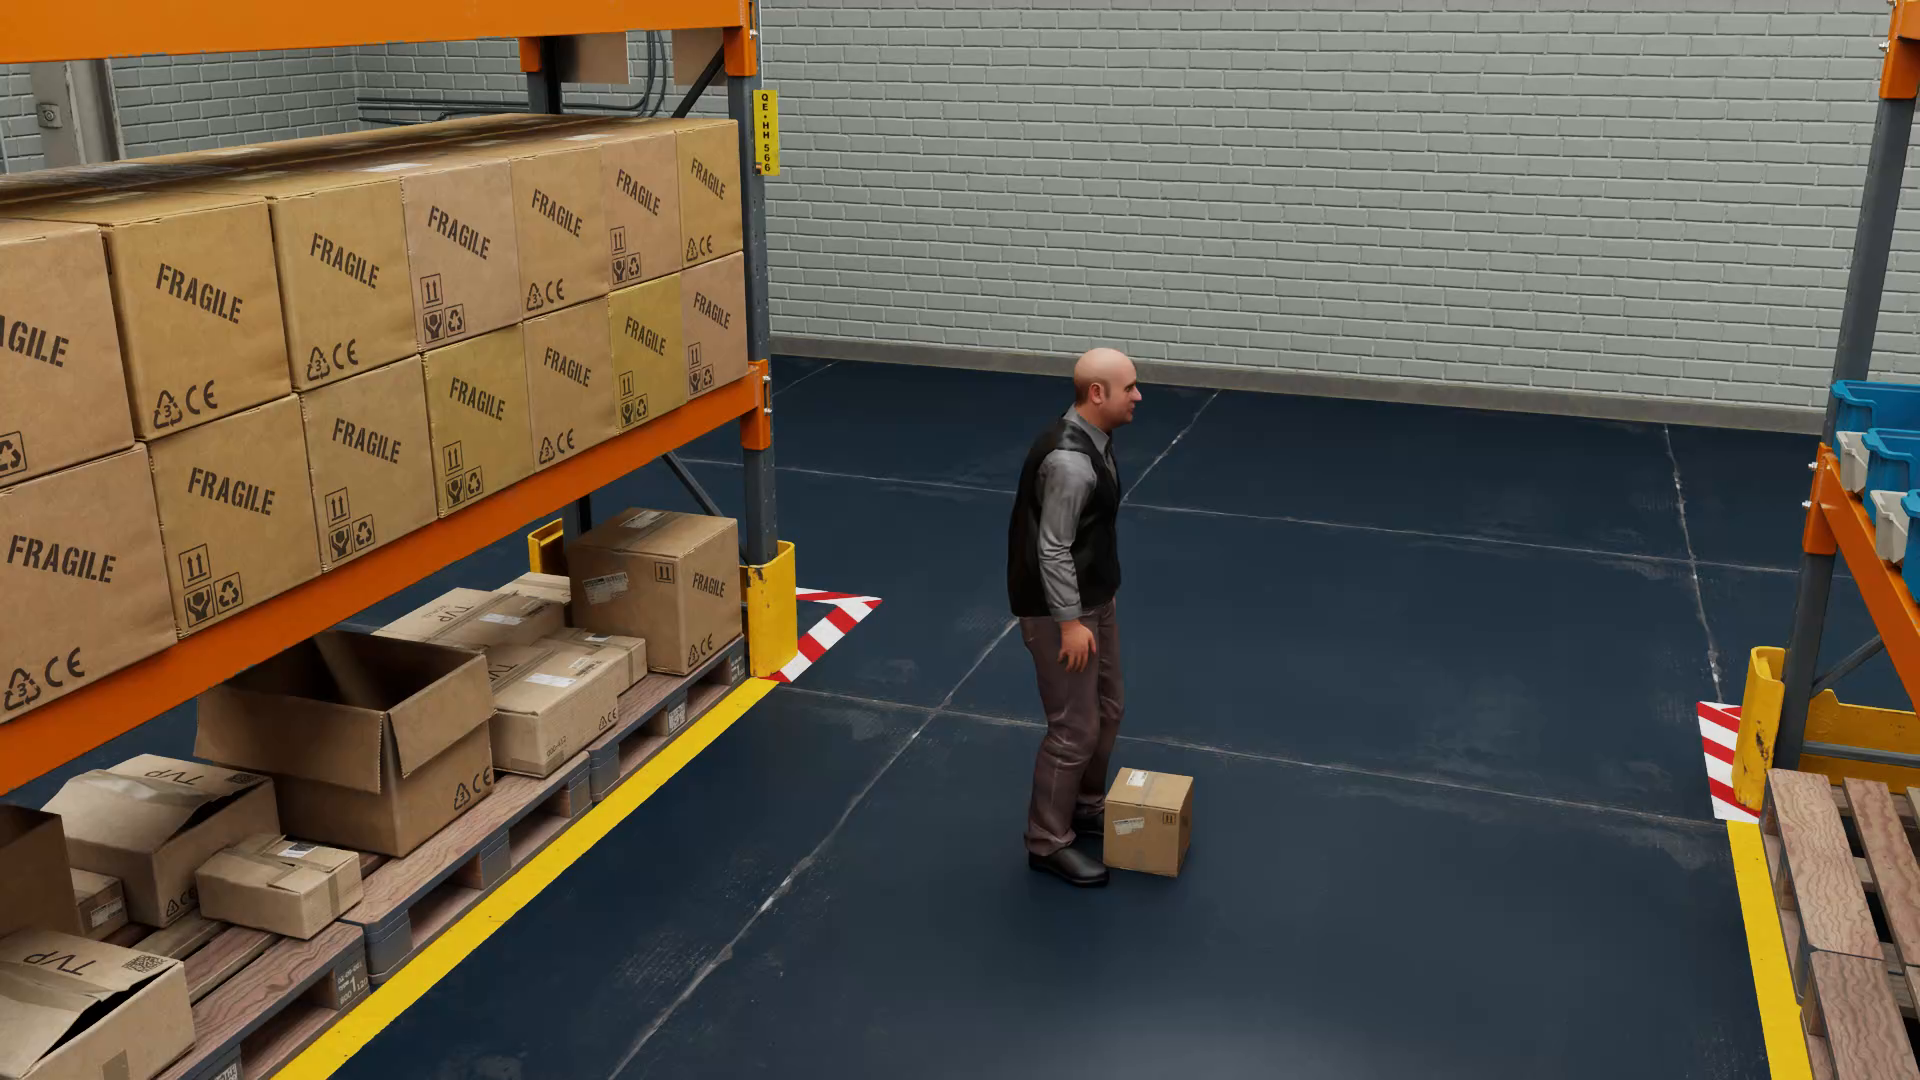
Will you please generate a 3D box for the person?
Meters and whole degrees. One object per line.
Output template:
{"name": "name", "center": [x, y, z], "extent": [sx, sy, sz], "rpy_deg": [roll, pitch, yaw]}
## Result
{"name": "person", "center": [0.393, 0.221, 5.437], "extent": [0.471, 1.721, 0.594], "rpy_deg": [5, 19, 15]}
